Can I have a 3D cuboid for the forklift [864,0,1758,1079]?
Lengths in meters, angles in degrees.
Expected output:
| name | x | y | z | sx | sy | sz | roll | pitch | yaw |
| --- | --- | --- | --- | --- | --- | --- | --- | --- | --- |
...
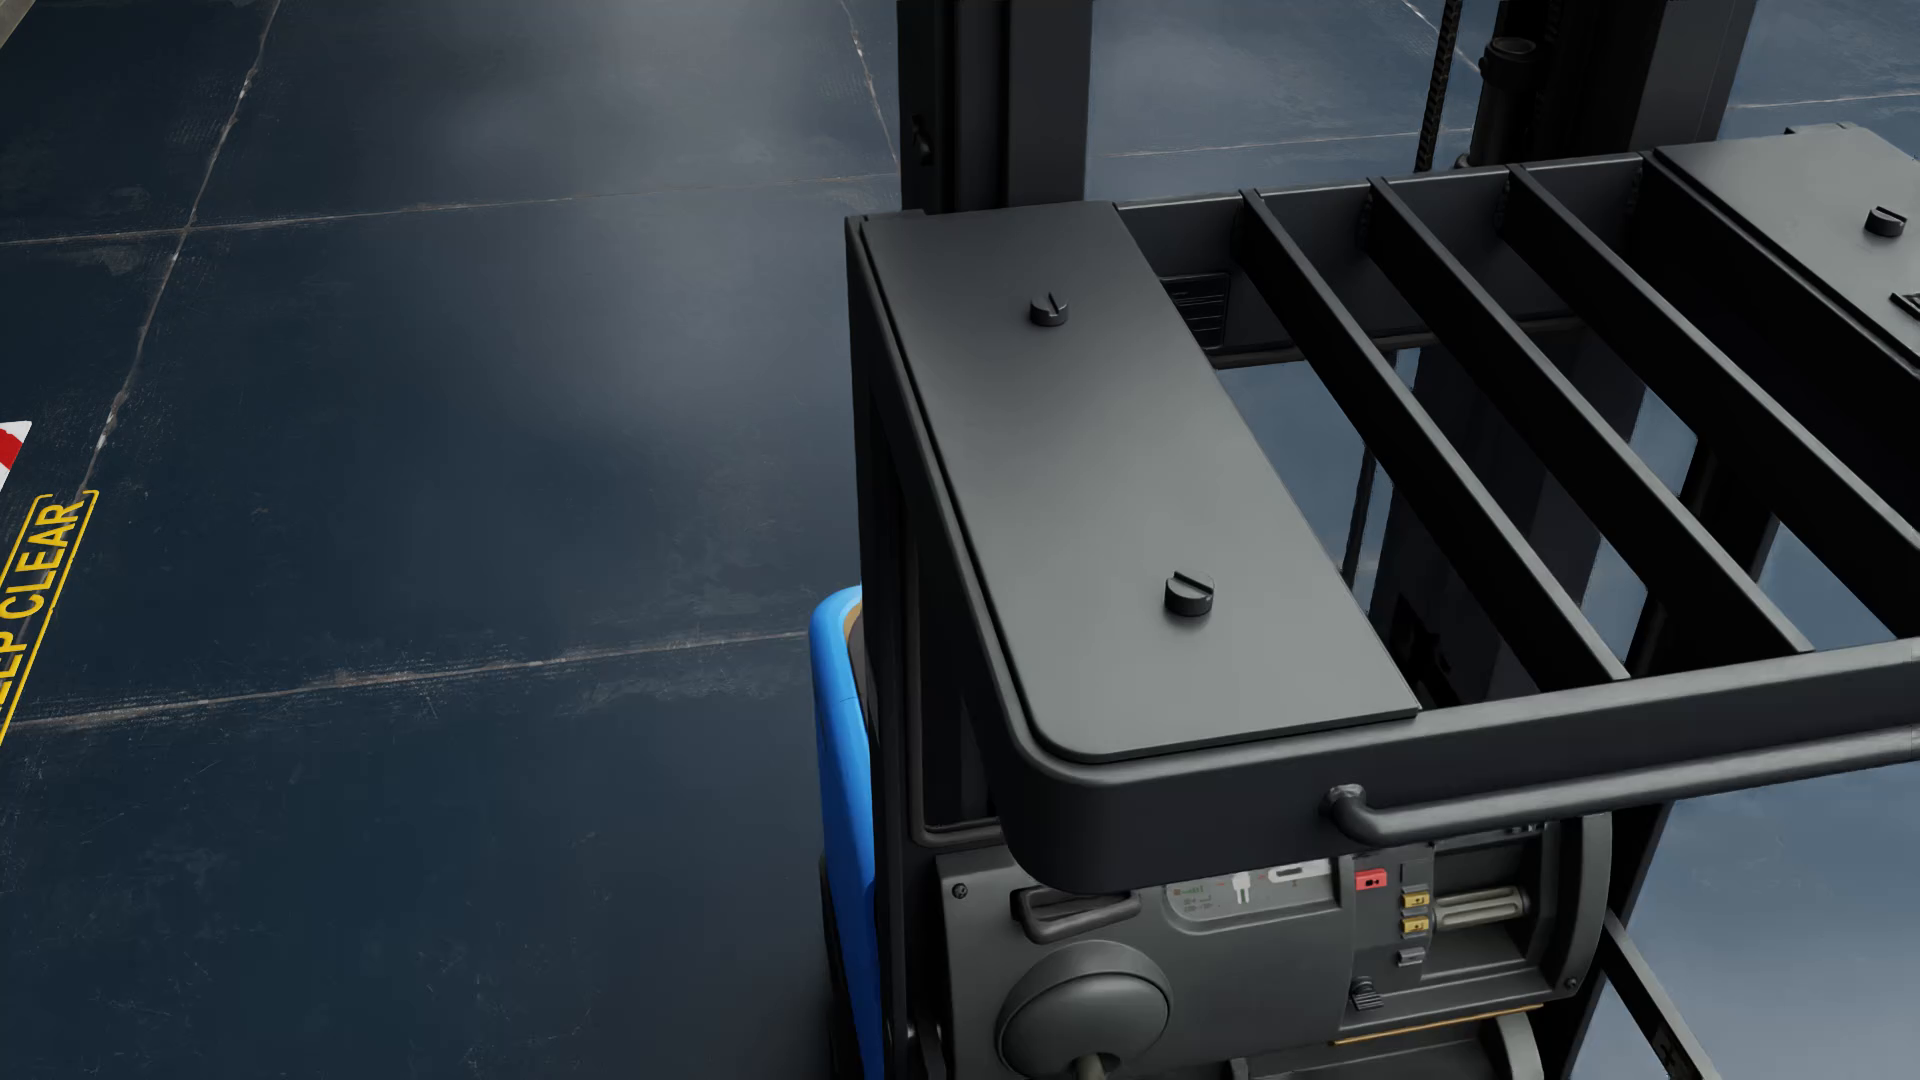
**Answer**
| name | x | y | z | sx | sy | sz | roll | pitch | yaw |
| --- | --- | --- | --- | --- | --- | --- | --- | --- | --- |
| forklift | 0.477 | 0.617 | 2.067 | 1.121 | 2.935 | 3.031 | -7 | 38 | -9 |
